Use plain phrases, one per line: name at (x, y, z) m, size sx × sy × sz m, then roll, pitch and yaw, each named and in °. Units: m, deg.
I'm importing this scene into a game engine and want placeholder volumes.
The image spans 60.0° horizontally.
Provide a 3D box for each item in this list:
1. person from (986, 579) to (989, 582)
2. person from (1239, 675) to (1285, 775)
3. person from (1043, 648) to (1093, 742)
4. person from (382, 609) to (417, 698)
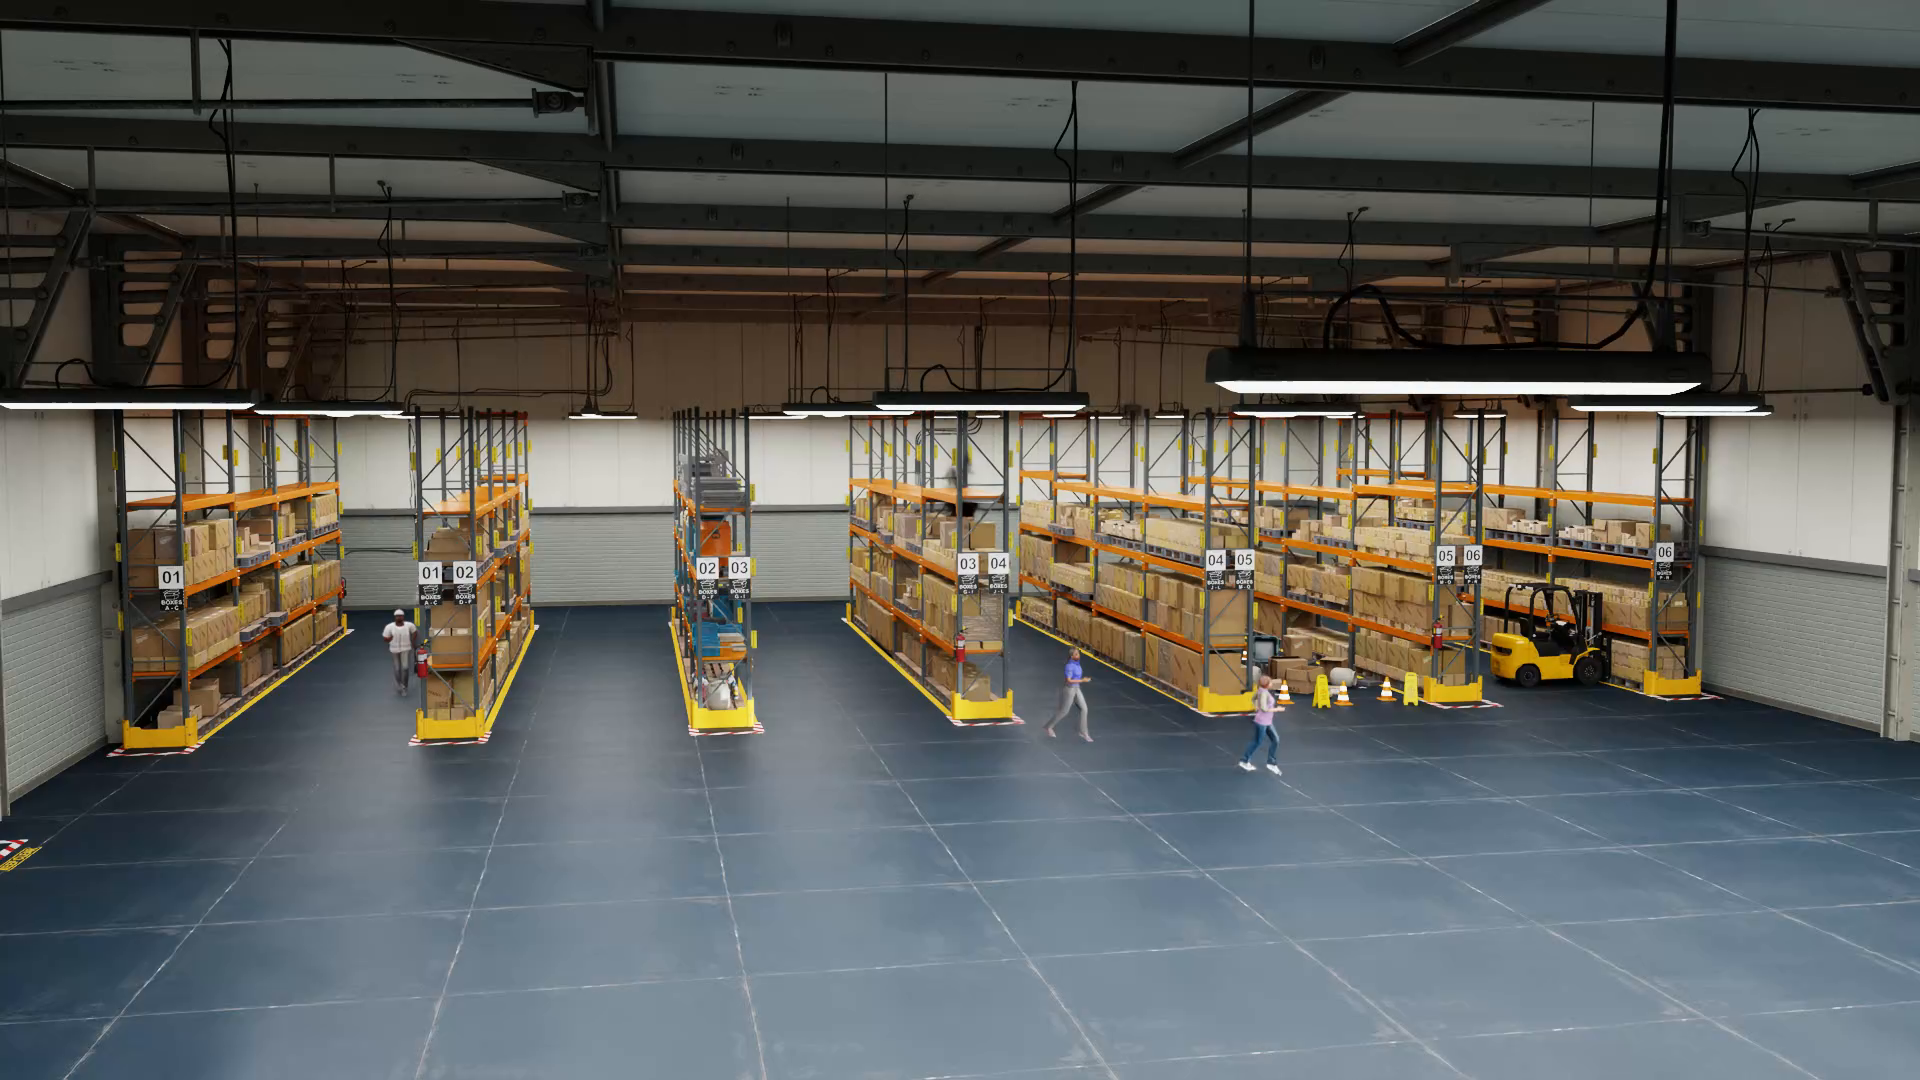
person at (0.831, 1.407, 49.552) m, size 0.706 × 1.615 × 0.677 m, roll -1°, pitch 4°, yaw -18°
person at (4.902, 3.000, 26.975) m, size 0.729 × 1.637 × 0.525 m, roll 2°, pitch 4°, yaw 21°
person at (1.960, 2.775, 29.914) m, size 0.901 × 1.697 × 0.587 m, roll 2°, pitch 5°, yaw 30°
person at (-11.729, 2.356, 34.828) m, size 0.682 × 1.820 × 0.766 m, roll -1°, pitch 4°, yaw -15°
